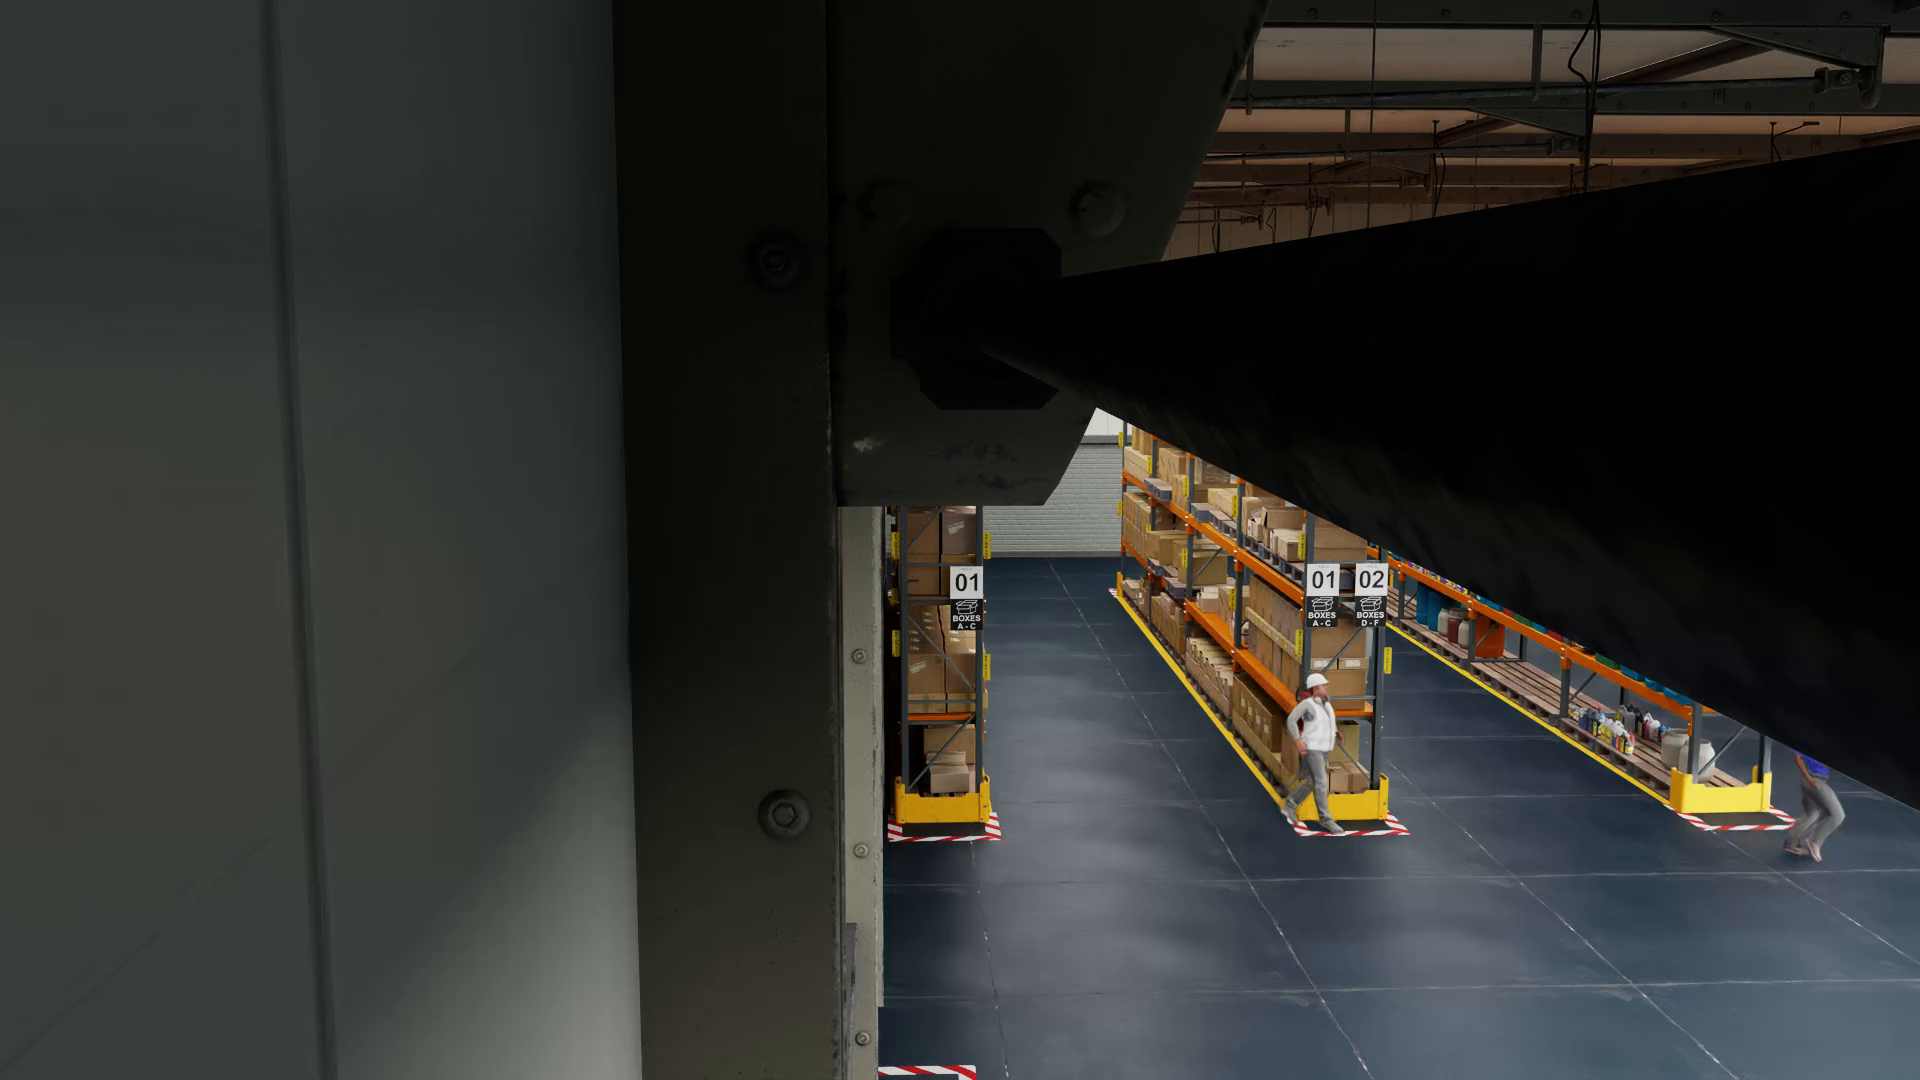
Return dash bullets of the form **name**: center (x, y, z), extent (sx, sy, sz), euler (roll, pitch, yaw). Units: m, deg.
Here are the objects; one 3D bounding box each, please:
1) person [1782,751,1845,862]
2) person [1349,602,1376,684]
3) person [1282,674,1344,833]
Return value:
- **person**: center (9.868, 2.861, 19.178), extent (0.610, 1.637, 0.592), euler (3, 9, 22)
- **person**: center (6.857, 1.555, 28.320), extent (0.589, 1.658, 0.888), euler (-1, 8, -8)
- **person**: center (4.212, 2.465, 19.473), extent (0.821, 1.791, 0.683), euler (7, 10, 40)
